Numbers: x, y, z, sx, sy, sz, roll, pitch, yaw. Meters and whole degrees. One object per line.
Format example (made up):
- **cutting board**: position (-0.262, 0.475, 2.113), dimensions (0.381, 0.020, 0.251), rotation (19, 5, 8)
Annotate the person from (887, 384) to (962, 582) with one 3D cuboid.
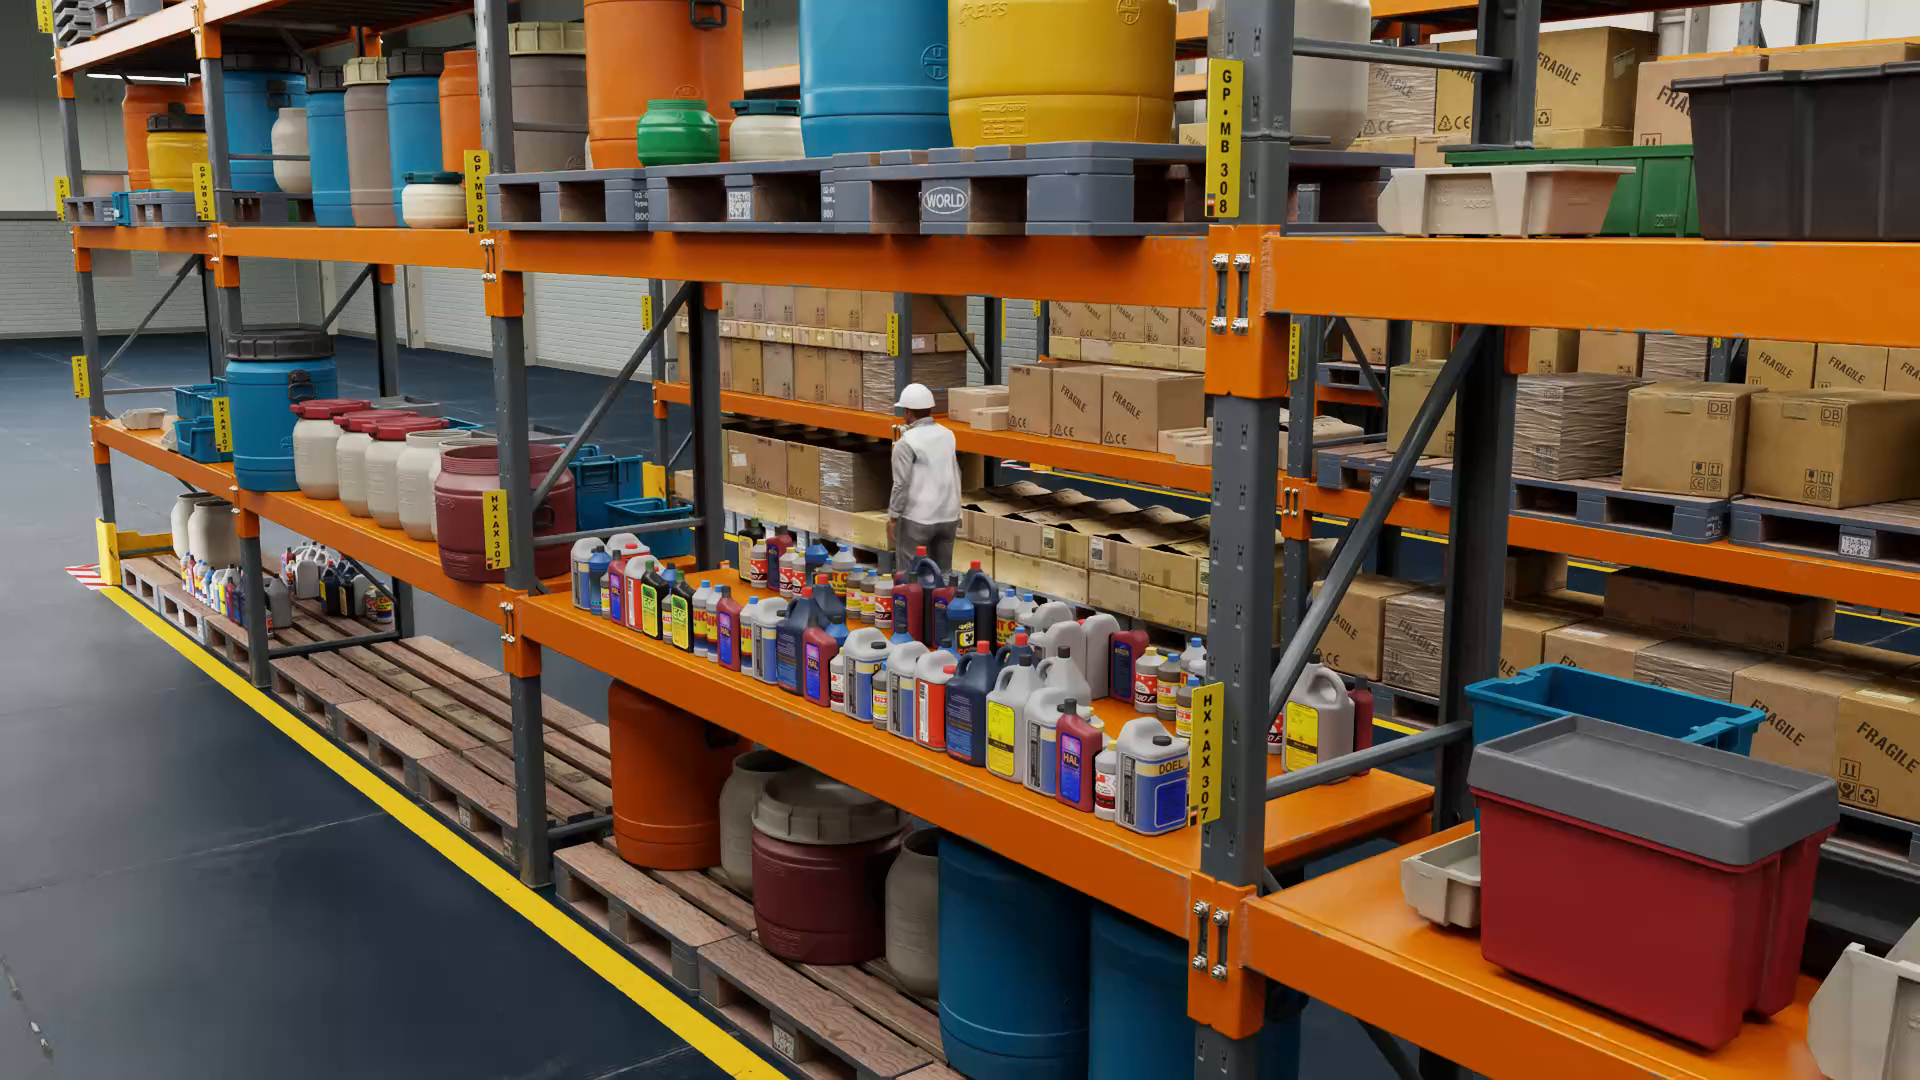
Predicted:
- **person**: position (-0.237, -0.165, 11.219), dimensions (0.592, 1.773, 0.458), rotation (-9, 14, -40)
